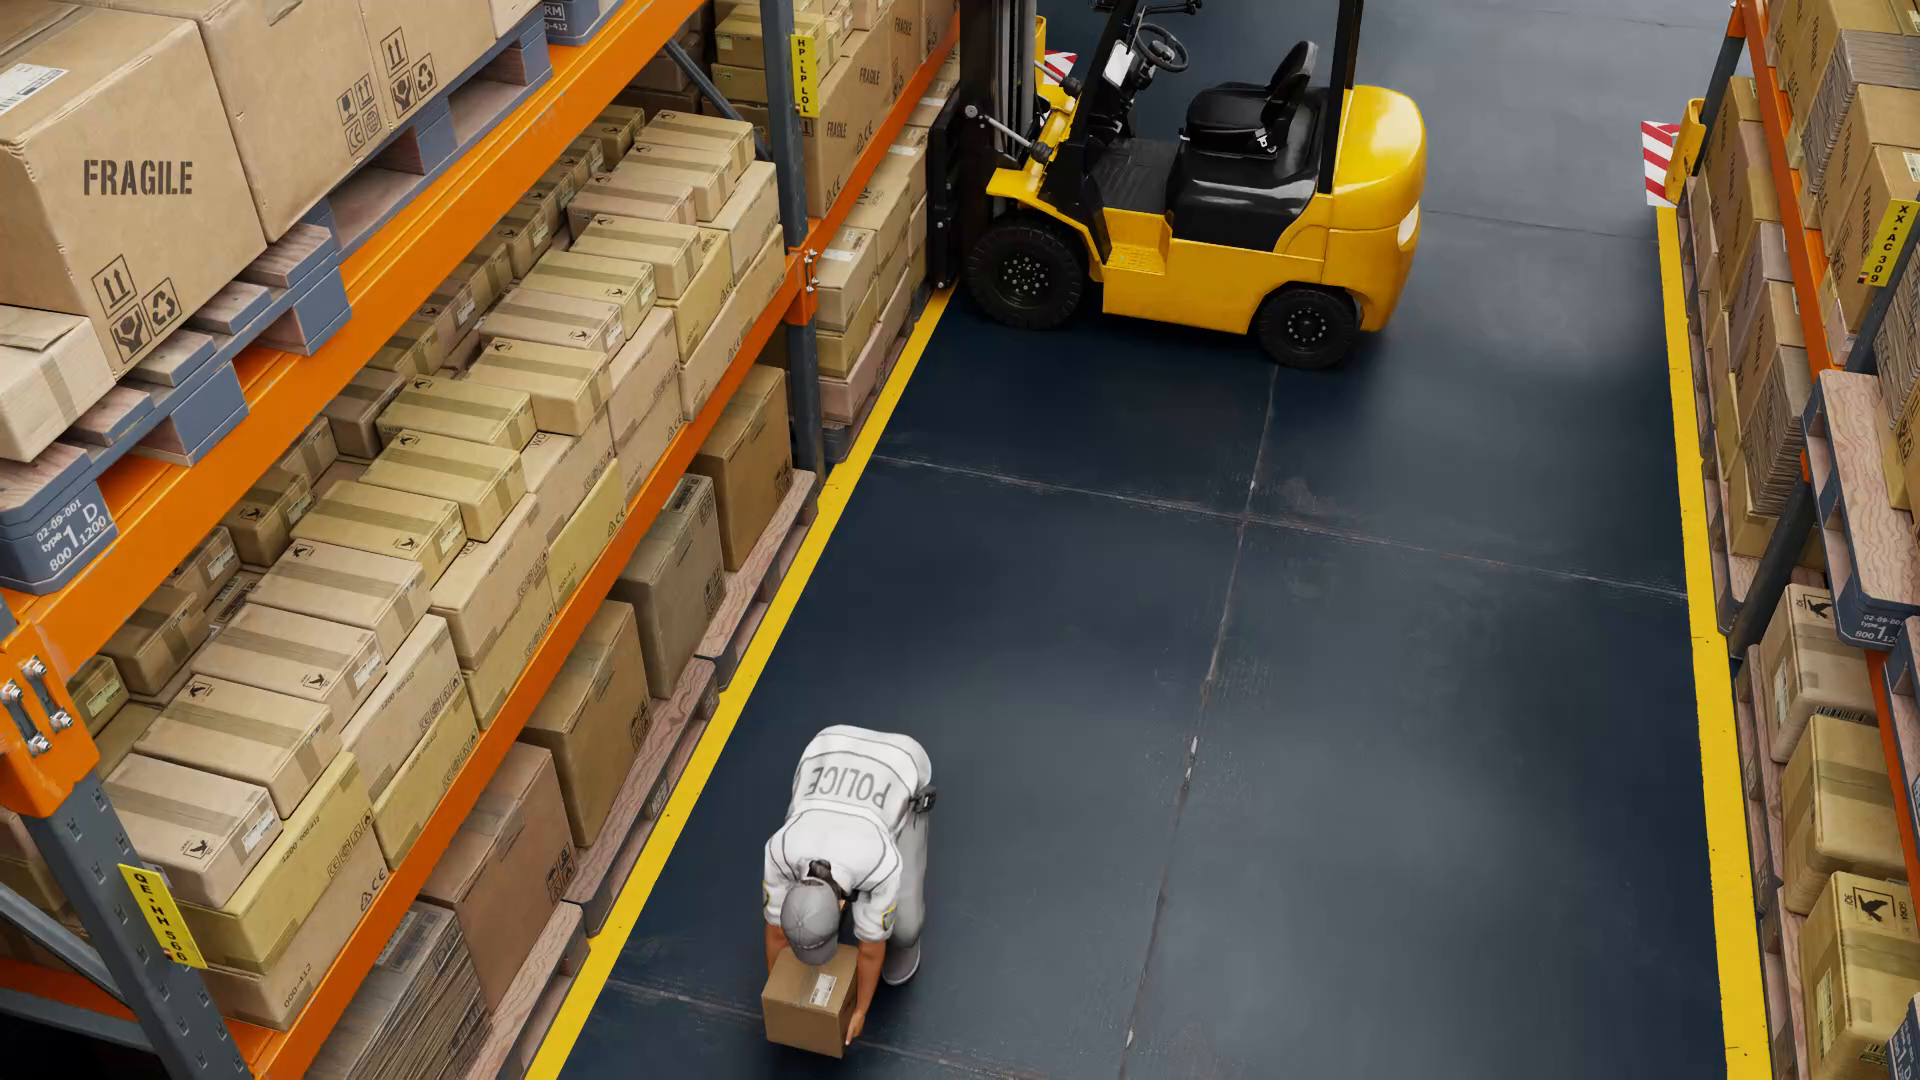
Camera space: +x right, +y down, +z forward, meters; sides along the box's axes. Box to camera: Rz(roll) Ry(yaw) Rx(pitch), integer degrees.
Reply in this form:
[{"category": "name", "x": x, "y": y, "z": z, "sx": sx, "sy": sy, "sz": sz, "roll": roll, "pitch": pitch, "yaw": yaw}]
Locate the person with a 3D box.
[{"category": "person", "x": -0.370, "y": 1.139, "z": 5.392, "sx": 0.521, "sy": 0.966, "sz": 0.935, "roll": 9, "pitch": 42, "yaw": 10}]
